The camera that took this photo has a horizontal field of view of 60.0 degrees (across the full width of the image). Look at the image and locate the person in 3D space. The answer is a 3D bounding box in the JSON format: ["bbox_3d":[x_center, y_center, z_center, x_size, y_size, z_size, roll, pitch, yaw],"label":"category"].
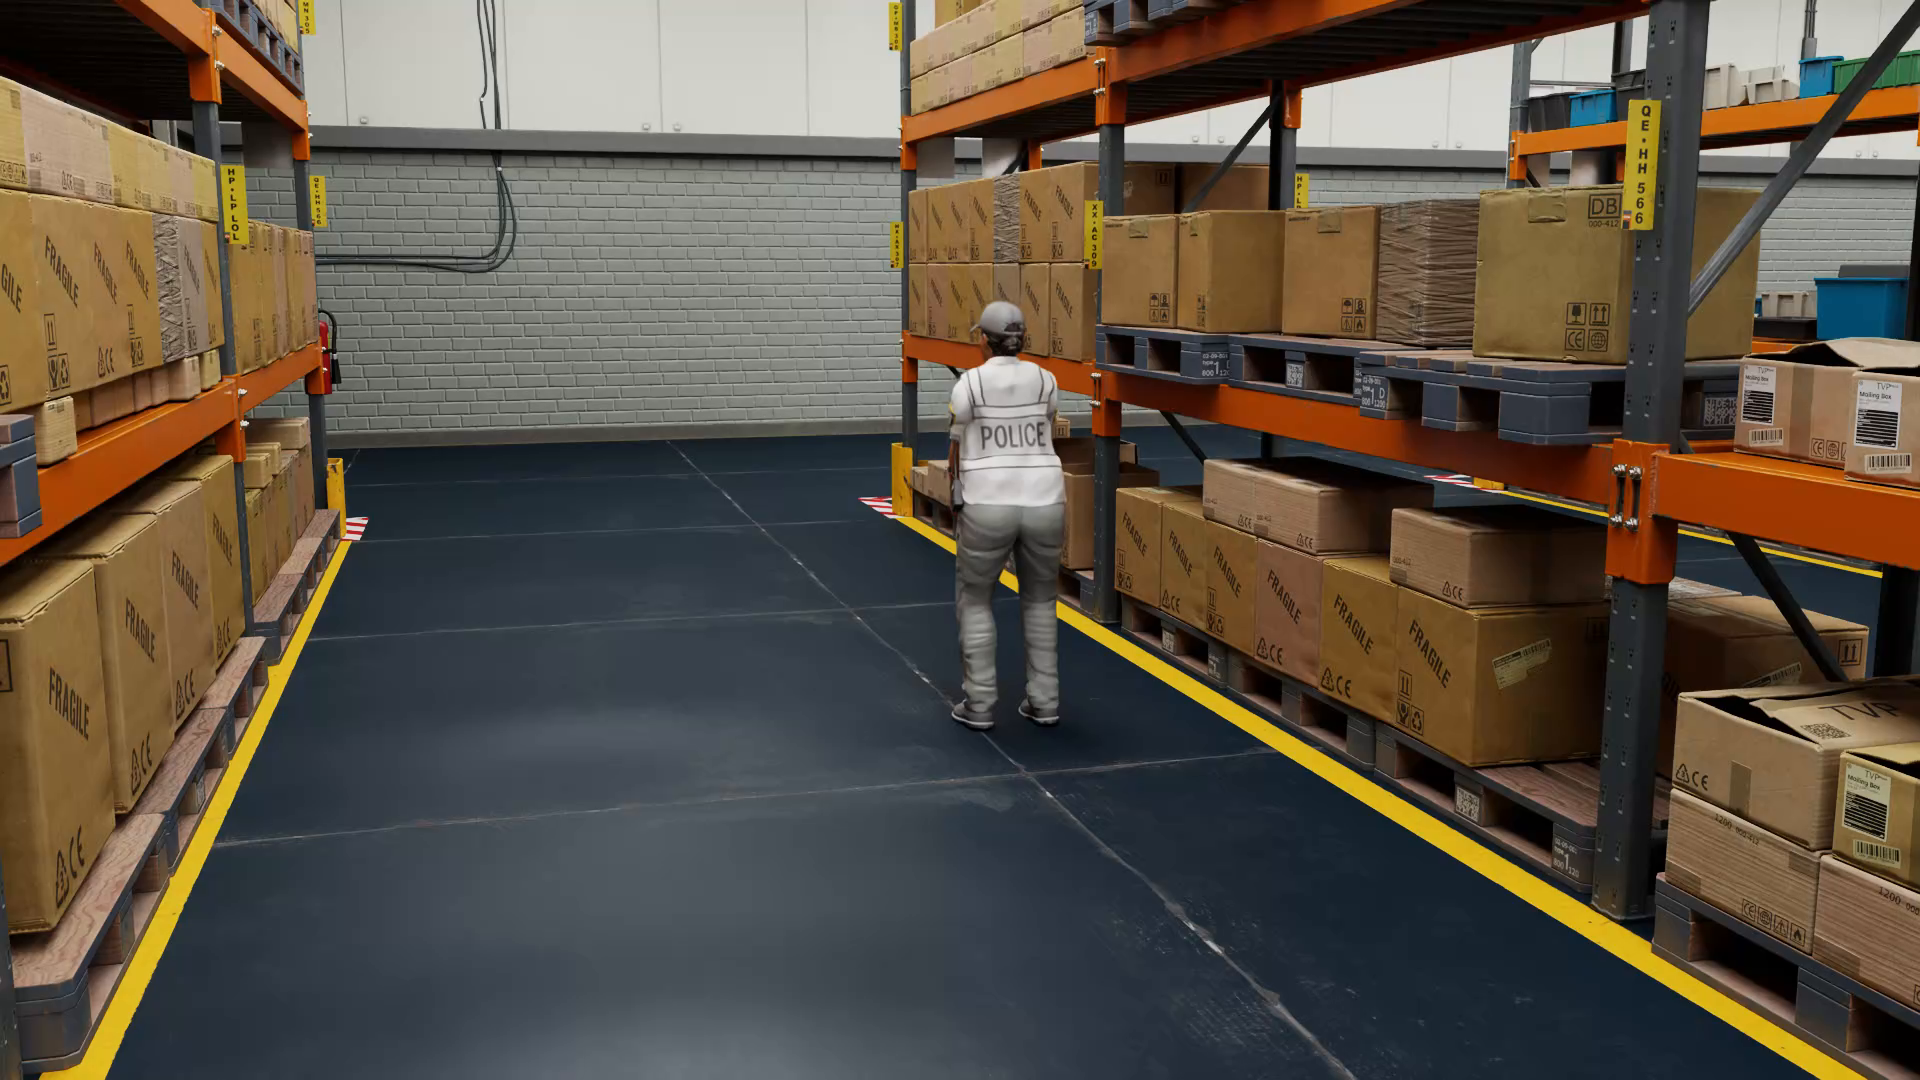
[{"bbox_3d":[0.164,-0.102,6.534,0.452,1.660,0.560,-3,10,-16],"label":"person"}]
